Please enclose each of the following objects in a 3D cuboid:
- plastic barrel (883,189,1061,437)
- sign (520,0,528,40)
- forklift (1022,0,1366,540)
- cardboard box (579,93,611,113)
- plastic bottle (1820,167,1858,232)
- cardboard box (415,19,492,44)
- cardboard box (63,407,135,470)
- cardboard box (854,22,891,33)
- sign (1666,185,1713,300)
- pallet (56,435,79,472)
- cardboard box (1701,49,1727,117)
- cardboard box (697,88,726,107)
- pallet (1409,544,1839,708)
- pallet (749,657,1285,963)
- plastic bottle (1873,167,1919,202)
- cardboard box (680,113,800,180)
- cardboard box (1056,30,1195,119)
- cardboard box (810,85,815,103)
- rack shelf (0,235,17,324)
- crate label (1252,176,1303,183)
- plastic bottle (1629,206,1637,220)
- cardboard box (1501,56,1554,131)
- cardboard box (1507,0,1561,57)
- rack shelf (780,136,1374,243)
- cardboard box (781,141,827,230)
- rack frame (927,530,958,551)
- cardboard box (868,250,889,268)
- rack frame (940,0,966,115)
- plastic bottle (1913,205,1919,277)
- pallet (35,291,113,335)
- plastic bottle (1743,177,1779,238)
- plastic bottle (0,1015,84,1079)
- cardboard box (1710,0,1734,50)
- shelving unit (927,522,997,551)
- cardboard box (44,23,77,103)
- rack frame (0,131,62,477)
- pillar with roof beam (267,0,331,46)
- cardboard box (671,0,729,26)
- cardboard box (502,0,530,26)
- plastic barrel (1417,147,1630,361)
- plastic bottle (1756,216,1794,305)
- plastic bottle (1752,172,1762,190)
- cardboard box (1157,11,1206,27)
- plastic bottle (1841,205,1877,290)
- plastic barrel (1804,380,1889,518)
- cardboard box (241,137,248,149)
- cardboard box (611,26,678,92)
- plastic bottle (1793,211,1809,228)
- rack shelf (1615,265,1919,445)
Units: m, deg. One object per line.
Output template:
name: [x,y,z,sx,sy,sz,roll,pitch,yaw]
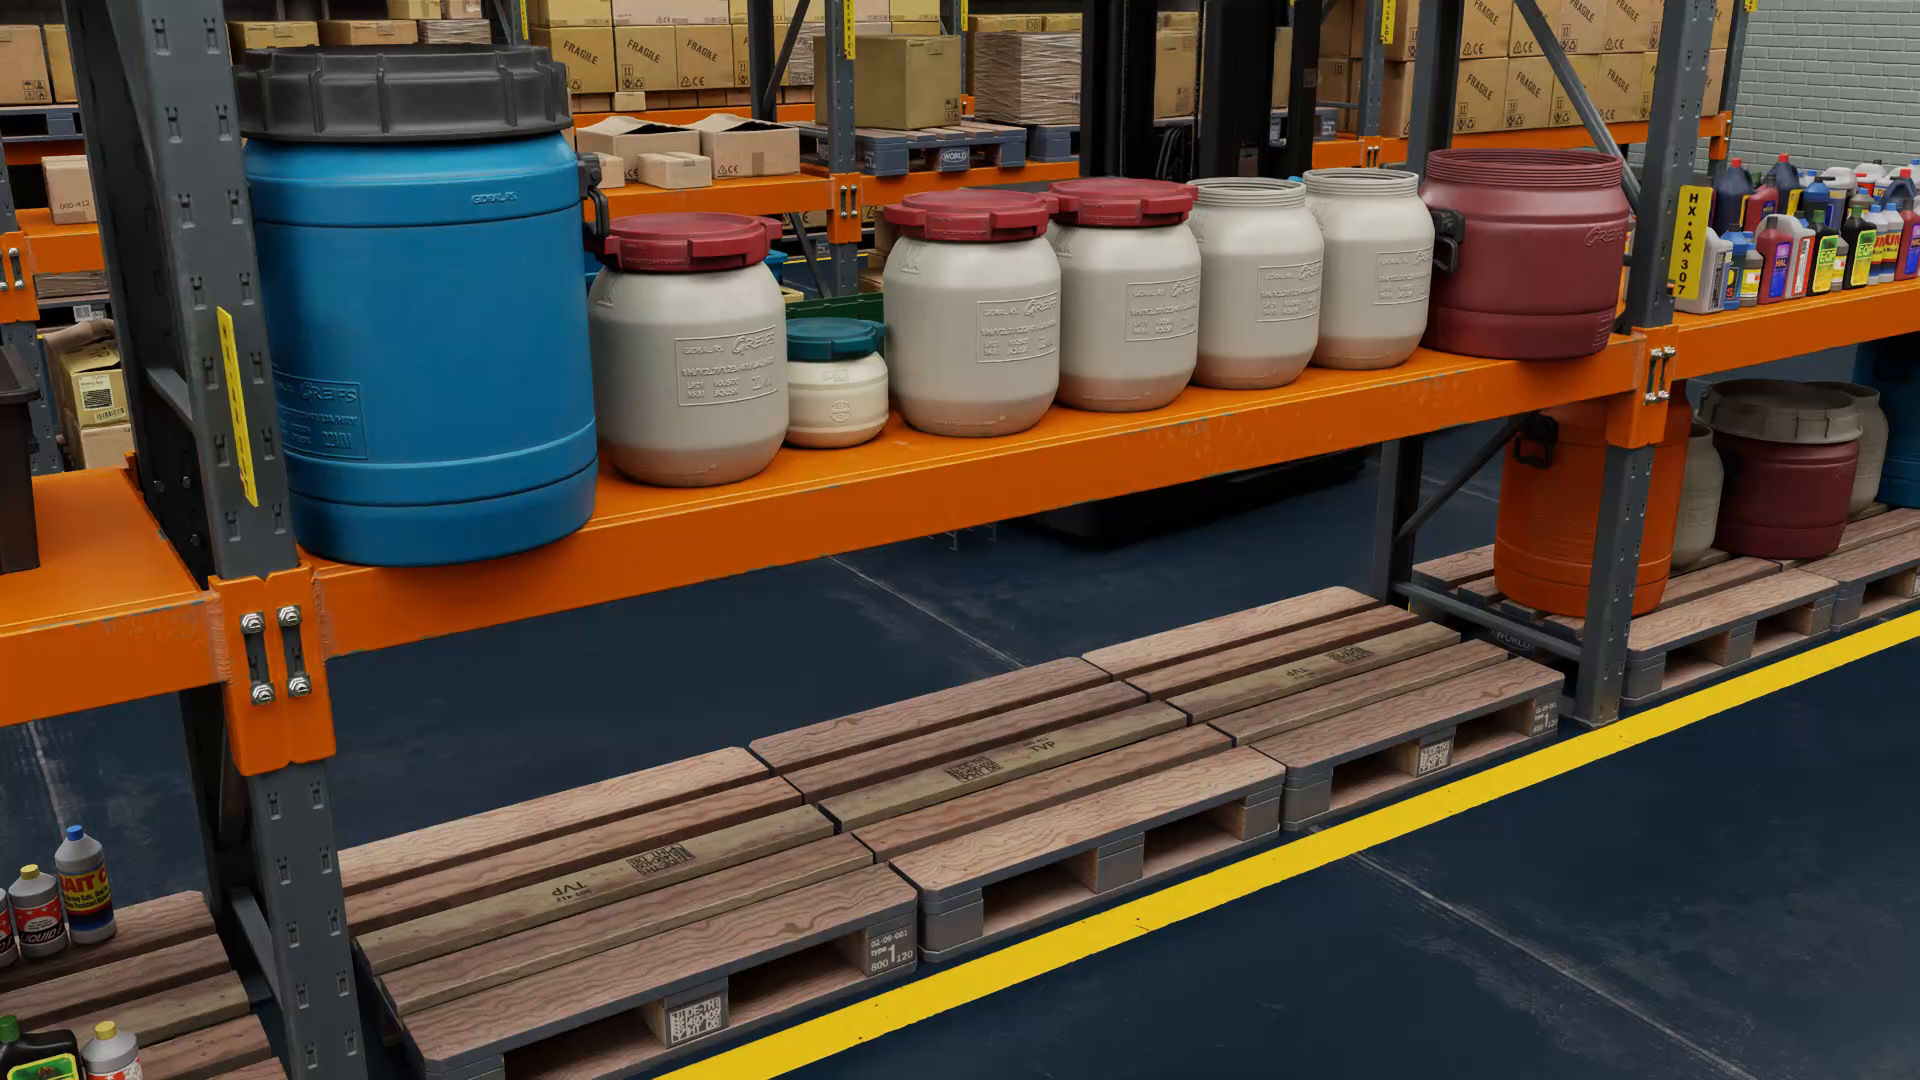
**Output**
plastic barrel: [0.029,-0.543,3.955,0.433,0.535,0.433,0,19,0]
sign: [-3.305,-3.961,12.595,0.005,0.325,0.100,-12,22,-31]
forklift: [1.353,-1.761,7.876,3.031,2.935,1.130,-15,24,-38]
cardboard box: [-2.994,-3.523,13.342,0.250,0.149,0.380,-12,22,-31]
plastic bottle: [3.615,-1.406,6.915,0.135,0.276,0.152,-12,22,-31]
cardboard box: [-3.998,-3.764,12.853,0.500,0.500,0.700,-15,24,-38]
cardboard box: [-3.751,-0.466,7.578,0.500,0.250,0.500,-13,22,-33]
cardboard box: [-0.938,-4.255,14.496,0.500,0.500,0.500,-12,22,-31]
sign: [2.146,-0.875,4.896,0.005,0.325,0.100,-12,22,-31]
pallet: [-3.631,-0.384,8.052,1.213,0.211,1.003,-12,22,-31]
cardboard box: [5.573,-3.574,12.978,0.500,0.500,0.500,-11,22,-30]
cardboard box: [-2.150,-3.715,13.910,0.250,0.149,0.380,-12,22,-31]
pallet: [2.473,0.227,6.244,1.213,0.211,1.003,-12,22,-31]
pallet: [0.151,0.717,4.796,1.213,0.211,1.003,-12,22,-31]
plastic bottle: [3.892,-1.406,6.915,0.135,0.276,0.152,-12,22,-31]
cardboard box: [-1.212,-2.175,9.134,0.500,0.311,0.500,-10,21,-28]
cardboard box: [1.015,-2.893,10.306,0.700,0.500,0.500,16,24,39]
cardboard box: [-1.265,-3.882,14.404,0.250,0.149,0.380,-12,22,-31]
rack shelf: [-5.895,-0.872,6.264,4.000,0.370,1.077,-12,22,-31]
crate label: [0.859,-0.858,5.044,0.616,0.435,0.502,-12,22,-31]
plastic bottle: [2.565,-1.193,6.291,0.097,0.271,0.097,0,19,0]
cardboard box: [3.877,-3.217,11.921,0.500,0.500,0.500,-12,22,-32]
cardboard box: [3.866,-3.684,11.742,0.500,0.500,0.500,-13,22,-33]
rack shelf: [0.787,-2.281,10.432,4.000,0.370,1.077,-12,22,-31]
cardboard box: [-1.483,-3.172,14.646,0.750,0.750,0.750,-11,22,-30]
rack frame: [-0.078,-0.410,7.052,0.006,0.900,0.240,-12,22,-31]
cardboard box: [-0.232,-1.521,10.278,0.500,0.500,0.500,-11,22,-29]
rack frame: [-0.271,-4.299,15.276,0.127,3.000,1.000,-12,22,-31]
plastic bottle: [3.453,-1.089,5.984,0.097,0.271,0.097,0,19,0]
pallet: [-6.303,-1.706,11.961,1.213,0.211,1.003,-12,22,-31]
plastic bottle: [3.129,-1.269,6.498,0.133,0.283,0.061,-12,22,-31]
plastic bottle: [-1.724,1.012,3.123,0.133,0.283,0.061,-11,21,-29]
cardboard box: [5.577,-4.048,12.817,0.500,0.500,0.500,-12,22,-32]
shelving unit: [0.007,-0.428,7.105,0.210,0.900,0.258,-12,22,-31]
cardboard box: [-6.037,-3.322,11.545,0.500,0.500,0.700,-9,21,-26]
rack frame: [-4.224,-1.565,7.191,0.127,3.000,1.000,-12,22,-31]
pillar with roof beam: [-2.805,-5.287,8.832,0.400,9.000,9.100,-12,22,-31]
cardboard box: [-2.226,-4.342,13.582,0.500,0.250,0.500,-12,22,-31]
cardboard box: [-3.375,-4.296,13.446,0.500,0.250,0.500,-11,22,-30]
plastic barrel: [1.616,-0.846,4.850,0.708,0.536,0.600,-12,22,-31]
plastic bottle: [2.676,-0.924,5.477,0.133,0.283,0.061,-12,22,-31]
plastic bottle: [3.161,-1.332,6.682,0.133,0.283,0.061,-12,22,-31]
cardboard box: [2.048,-4.922,16.651,0.700,0.700,0.980,-12,22,-32]
plastic bottle: [3.093,-1.012,5.737,0.133,0.283,0.061,-12,22,-31]
plastic barrel: [3.602,-0.377,6.907,0.421,0.512,0.421,0,19,0]
cardboard box: [-3.134,-1.836,7.836,0.500,0.500,0.500,-10,21,-28]
cardboard box: [-2.622,-3.899,13.441,0.500,0.500,0.500,-11,22,-30]
plastic bottle: [2.841,-0.984,5.672,0.097,0.271,0.097,0,19,0]
rack shelf: [3.508,-0.956,6.511,4.000,0.370,1.077,-12,22,-31]
